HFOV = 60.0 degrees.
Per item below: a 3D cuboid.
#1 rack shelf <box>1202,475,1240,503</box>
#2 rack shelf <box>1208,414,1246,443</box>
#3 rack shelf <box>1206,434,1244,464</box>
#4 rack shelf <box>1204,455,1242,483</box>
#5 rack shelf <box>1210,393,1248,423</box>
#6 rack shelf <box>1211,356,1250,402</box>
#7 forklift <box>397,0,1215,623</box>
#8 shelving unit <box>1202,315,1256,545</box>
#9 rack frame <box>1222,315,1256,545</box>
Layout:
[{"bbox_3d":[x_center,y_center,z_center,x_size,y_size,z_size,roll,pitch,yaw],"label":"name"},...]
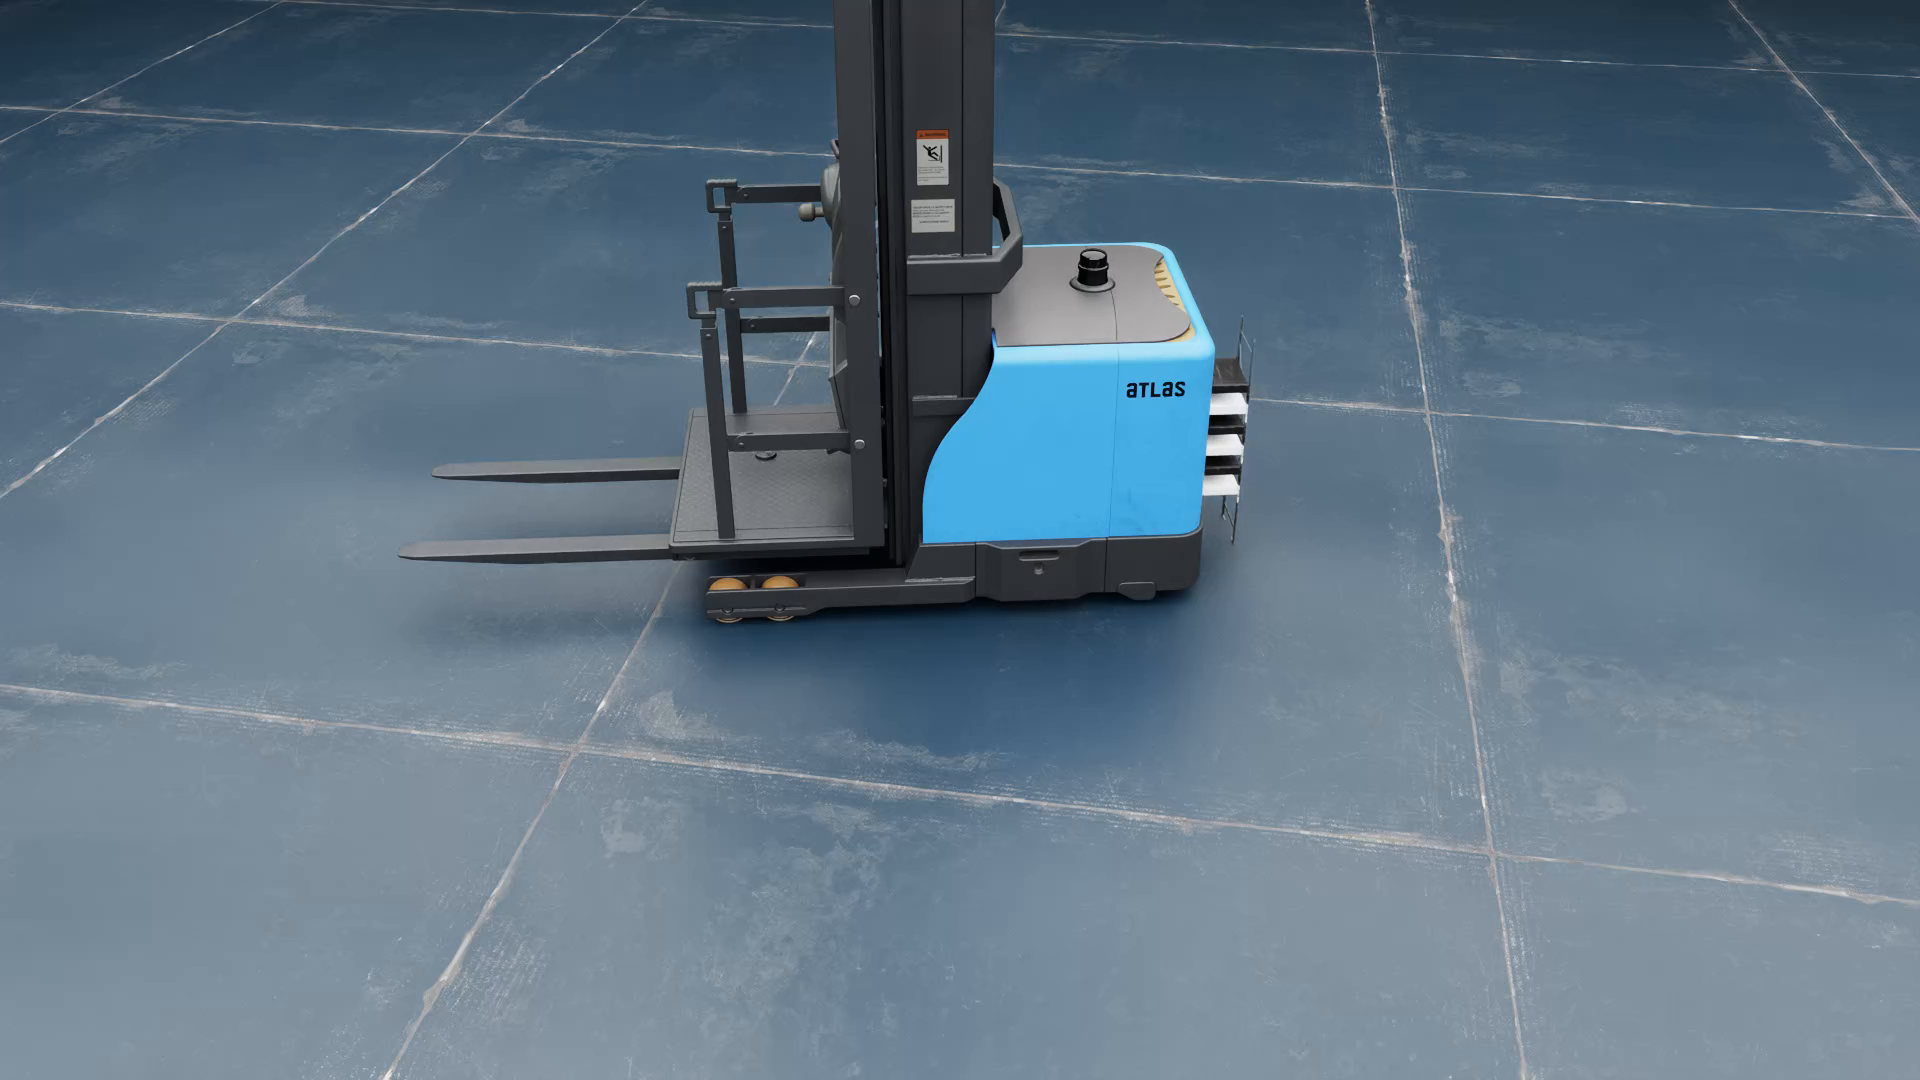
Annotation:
[{"bbox_3d":[0.998,-0.242,6.690,0.200,0.077,0.258,-2,32,-3],"label":"rack shelf"},{"bbox_3d":[0.998,-0.471,6.547,0.200,0.077,0.258,-2,32,-3],"label":"rack shelf"},{"bbox_3d":[0.998,-0.394,6.595,0.200,0.077,0.258,-2,32,-3],"label":"rack shelf"},{"bbox_3d":[0.998,-0.318,6.642,0.200,0.077,0.258,-2,32,-3],"label":"rack shelf"},{"bbox_3d":[0.998,-0.547,6.499,0.200,0.077,0.258,-2,32,-3],"label":"rack shelf"},{"bbox_3d":[0.998,-0.623,6.451,0.200,0.077,0.258,-2,32,-3],"label":"rack shelf"},{"bbox_3d":[-0.621,-1.221,5.939,3.031,2.935,1.130,-2,32,-3],"label":"forklift"},{"bbox_3d":[0.998,-0.422,6.577,0.210,0.900,0.258,-2,32,-3],"label":"shelving unit"},{"bbox_3d":[1.099,-0.426,6.582,0.006,0.900,0.240,-2,32,-3],"label":"rack frame"}]
